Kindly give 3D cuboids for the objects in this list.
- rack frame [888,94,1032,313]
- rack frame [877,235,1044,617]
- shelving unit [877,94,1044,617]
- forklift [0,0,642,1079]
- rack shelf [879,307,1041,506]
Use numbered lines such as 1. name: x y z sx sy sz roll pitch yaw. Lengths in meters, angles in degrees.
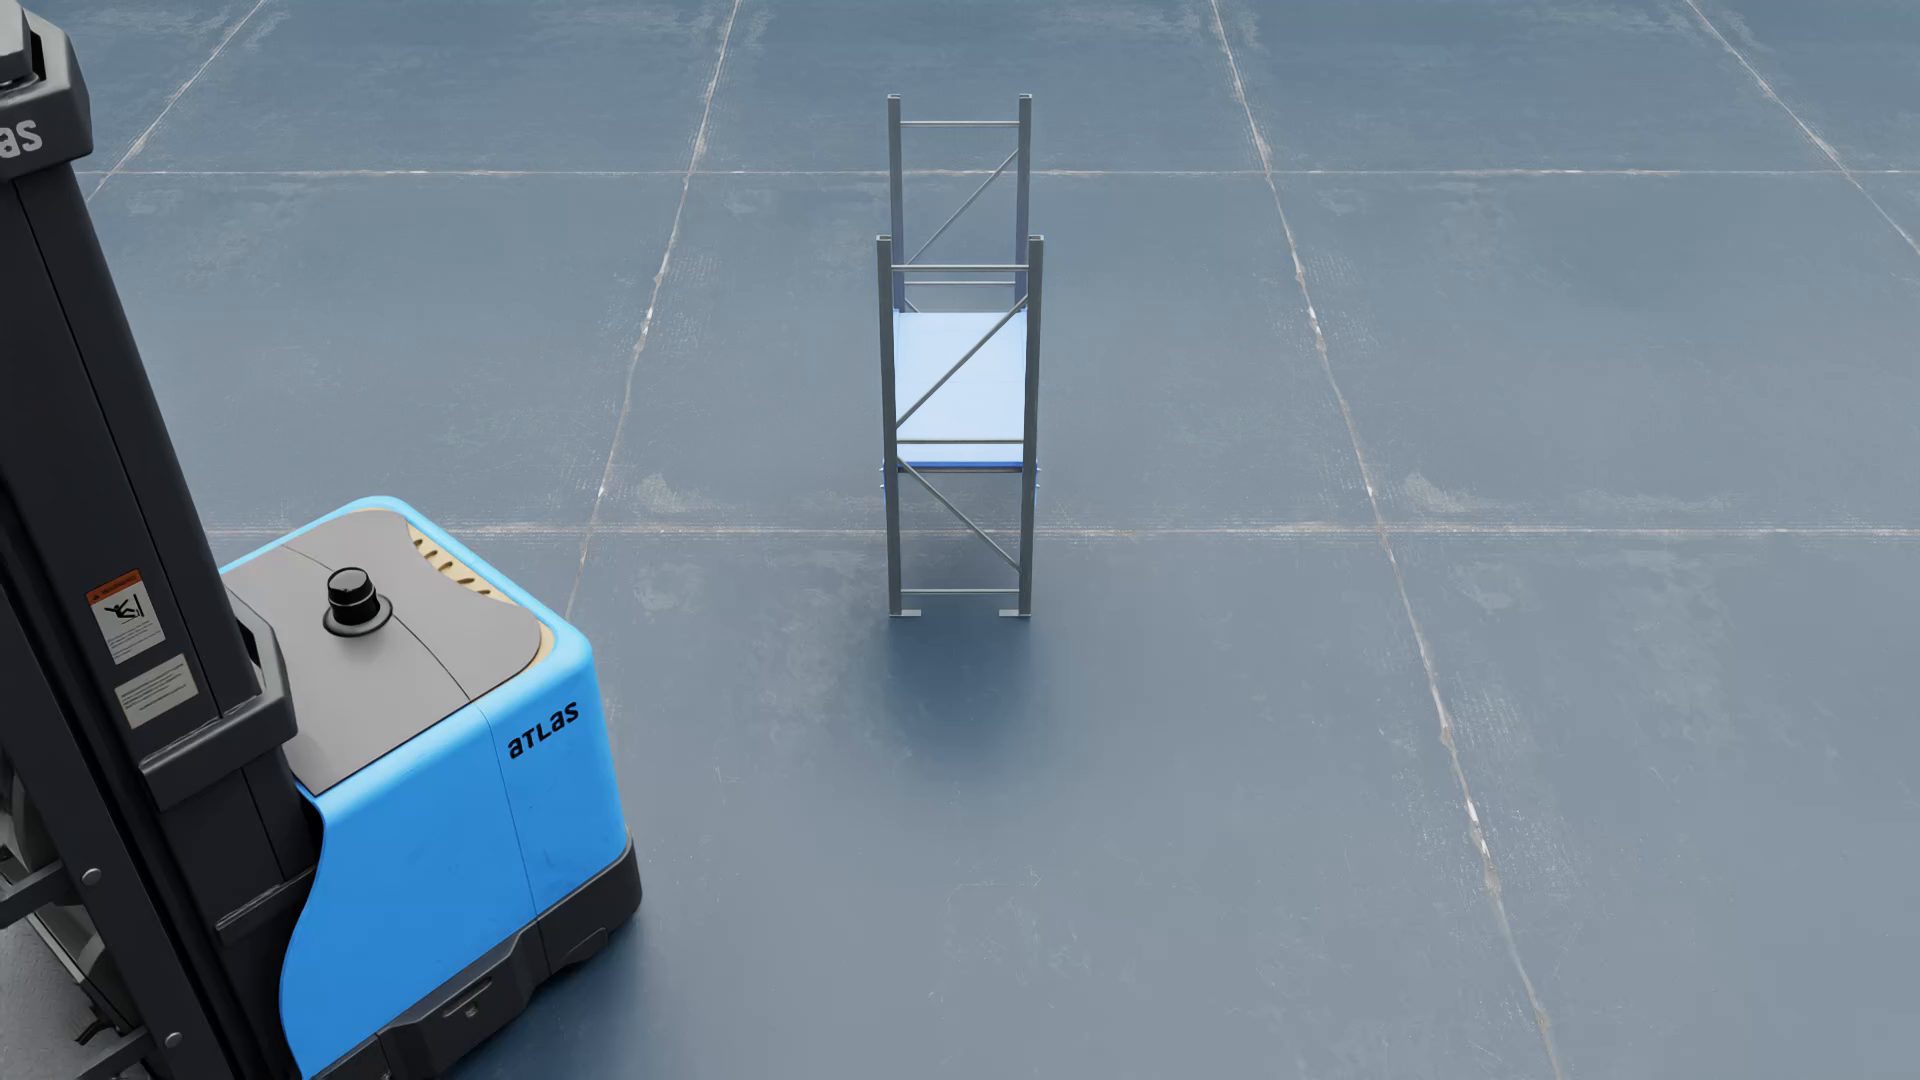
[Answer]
1. rack frame: -0.001 -0.956 6.244 0.500 1.500 0.032 0 39 0
2. rack frame: 0.000 -0.321 5.451 0.500 1.500 0.032 0 39 0
3. shelving unit: 0.000 -0.639 5.848 0.538 1.500 1.048 0 39 0
4. forklift: -2.293 0.424 3.378 1.130 2.935 3.031 30 47 32
5. rack shelf: 0.000 -0.498 5.960 0.538 0.185 1.000 0 39 0
